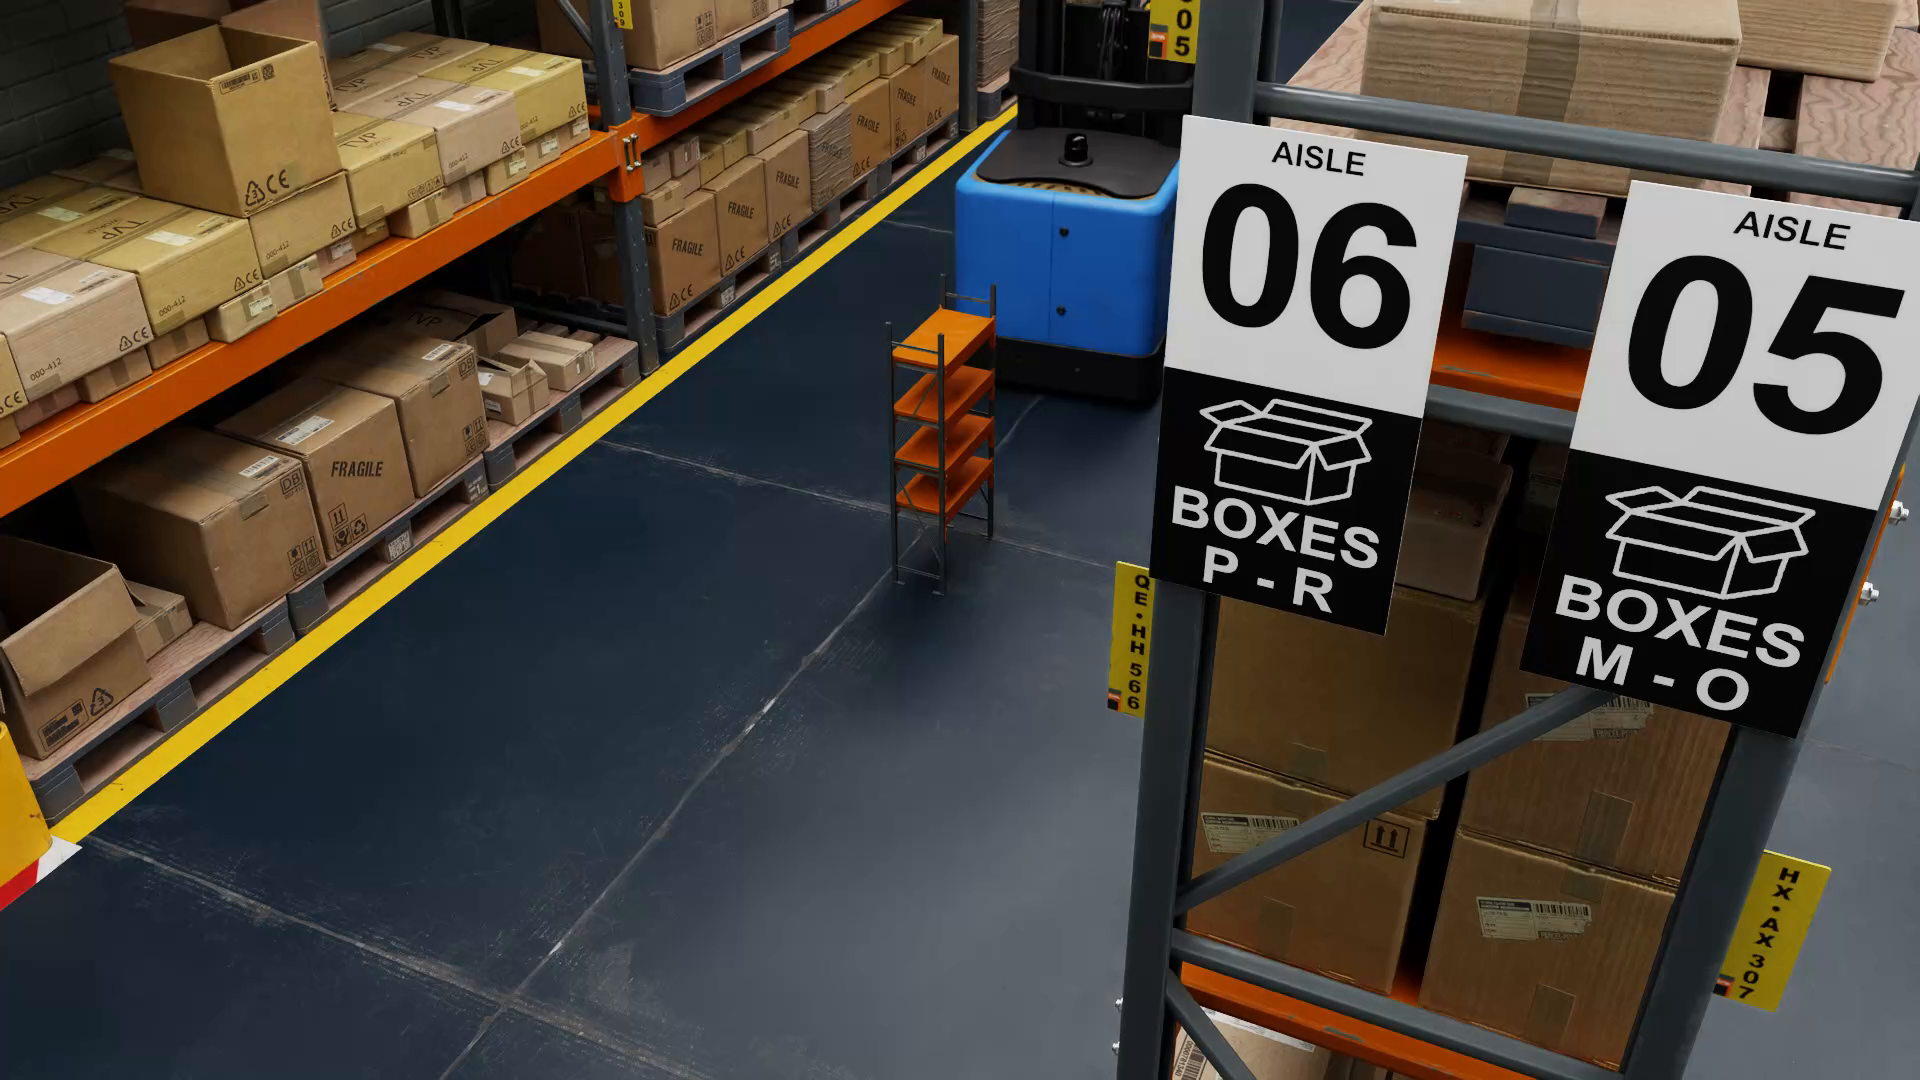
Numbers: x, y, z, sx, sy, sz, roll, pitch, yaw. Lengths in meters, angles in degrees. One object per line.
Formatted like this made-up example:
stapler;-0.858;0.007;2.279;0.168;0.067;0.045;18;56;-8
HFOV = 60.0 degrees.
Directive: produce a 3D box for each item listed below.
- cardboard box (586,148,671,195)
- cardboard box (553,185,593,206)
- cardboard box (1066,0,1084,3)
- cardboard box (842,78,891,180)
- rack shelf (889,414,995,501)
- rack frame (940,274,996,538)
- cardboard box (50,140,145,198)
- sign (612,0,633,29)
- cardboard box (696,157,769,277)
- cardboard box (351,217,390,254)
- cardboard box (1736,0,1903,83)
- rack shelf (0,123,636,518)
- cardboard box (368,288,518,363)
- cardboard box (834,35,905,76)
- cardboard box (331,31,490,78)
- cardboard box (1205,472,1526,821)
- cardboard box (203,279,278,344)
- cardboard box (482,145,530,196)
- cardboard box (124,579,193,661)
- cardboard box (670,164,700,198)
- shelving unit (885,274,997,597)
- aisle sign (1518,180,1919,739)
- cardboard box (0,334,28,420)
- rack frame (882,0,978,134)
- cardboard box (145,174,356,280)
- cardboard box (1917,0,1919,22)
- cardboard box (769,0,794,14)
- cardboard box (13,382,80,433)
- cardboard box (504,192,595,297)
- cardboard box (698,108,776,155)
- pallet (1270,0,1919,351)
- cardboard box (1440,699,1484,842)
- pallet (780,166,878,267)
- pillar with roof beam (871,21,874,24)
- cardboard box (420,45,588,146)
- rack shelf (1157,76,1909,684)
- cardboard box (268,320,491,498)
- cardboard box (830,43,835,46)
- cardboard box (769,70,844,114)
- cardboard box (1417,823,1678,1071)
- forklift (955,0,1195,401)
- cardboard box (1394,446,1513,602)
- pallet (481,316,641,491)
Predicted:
cardboard box;-1.695;-1.887;8.426;0.380;0.149;0.250;14;36;20
cardboard box;-2.140;-1.881;8.688;0.380;0.149;0.250;13;35;19
cardboard box;0.463;-4.375;12.969;0.875;0.625;0.625;13;35;19
cardboard box;-0.775;-2.584;10.352;0.500;0.500;0.500;16;36;23
rack shelf;-0.069;-0.363;6.832;0.258;0.148;0.480;14;36;20
rack frame;0.033;-0.541;6.981;0.240;1.200;0.015;14;36;20
cardboard box;-3.107;-1.352;6.441;0.500;0.250;0.500;14;36;20
sign;-1.536;-2.471;7.494;0.100;0.325;0.005;14;36;20
cardboard box;-1.411;-1.817;9.182;0.500;0.500;0.500;14;36;20
cardboard box;-2.537;-1.277;6.692;0.380;0.149;0.250;15;36;21
cardboard box;1.469;-0.957;2.993;0.380;0.149;0.250;16;36;22
rack shelf;-2.868;-0.933;6.593;1.077;0.370;4.000;14;36;20
cardboard box;-2.523;-1.006;8.118;0.500;0.311;0.500;15;36;22
cardboard box;-0.571;-3.055;10.479;0.380;0.149;0.250;13;35;19
cardboard box;-2.484;-2.107;7.593;0.500;0.250;0.500;14;36;20
cardboard box;0.790;0.145;3.291;0.500;0.500;0.500;15;36;22
cardboard box;-2.734;-0.863;6.060;0.380;0.149;0.250;13;35;19
cardboard box;-2.112;-1.638;7.242;0.380;0.149;0.250;15;36;22
cardboard box;-3.150;0.293;6.284;0.380;0.149;0.250;13;35;19
cardboard box;-1.594;-1.905;8.724;0.380;0.149;0.250;13;35;19
shelving unit;-0.069;-0.419;6.795;0.258;1.200;0.503;14;36;20
aisle sign;1.038;-0.085;2.274;0.394;0.787;0.004;14;36;20
cardboard box;-3.271;-0.463;5.087;0.500;0.250;0.500;14;36;21
rack frame;-0.358;-4.222;10.953;1.000;3.000;0.127;14;36;20
cardboard box;-2.656;-1.227;6.252;0.500;0.250;0.500;13;36;19
cardboard box;7.509;-4.254;13.280;0.500;0.500;0.500;-15;36;-21
cardboard box;-1.102;-2.953;8.758;0.396;0.266;0.258;16;36;23
cardboard box;-3.176;-0.509;5.520;0.380;0.149;0.250;14;36;20
cardboard box;-2.095;-1.672;8.962;0.500;0.500;0.500;14;36;20
cardboard box;-1.256;-2.291;9.313;0.380;0.149;0.250;14;36;20
pallet;1.106;-0.690;2.912;1.003;0.211;1.213;14;36;20
cardboard box;0.990;0.310;3.950;0.500;0.500;0.500;13;36;19
pallet;-1.217;-2.087;10.241;1.003;0.211;1.213;14;36;20
pillar with roof beam;3.279;-6.599;9.108;9.100;9.000;0.400;14;36;20
cardboard box;-2.023;-1.982;7.402;0.500;0.250;0.500;15;36;22
rack shelf;1.642;-1.050;4.037;1.077;0.370;4.000;14;36;20
cardboard box;-2.536;-0.585;7.303;0.700;0.500;0.500;13;35;19
cardboard box;-1.026;-3.167;10.649;0.380;0.149;0.250;15;36;21
cardboard box;-0.915;-2.665;9.884;0.380;0.149;0.250;12;35;18
cardboard box;1.266;0.684;3.380;0.500;0.500;0.500;14;36;20
forklift;0.916;-2.710;8.711;1.130;2.935;3.031;11;35;16
cardboard box;0.773;-0.057;3.006;0.380;0.149;0.250;15;36;21
pallet;-2.320;-0.722;8.158;1.003;0.211;1.213;14;36;20
